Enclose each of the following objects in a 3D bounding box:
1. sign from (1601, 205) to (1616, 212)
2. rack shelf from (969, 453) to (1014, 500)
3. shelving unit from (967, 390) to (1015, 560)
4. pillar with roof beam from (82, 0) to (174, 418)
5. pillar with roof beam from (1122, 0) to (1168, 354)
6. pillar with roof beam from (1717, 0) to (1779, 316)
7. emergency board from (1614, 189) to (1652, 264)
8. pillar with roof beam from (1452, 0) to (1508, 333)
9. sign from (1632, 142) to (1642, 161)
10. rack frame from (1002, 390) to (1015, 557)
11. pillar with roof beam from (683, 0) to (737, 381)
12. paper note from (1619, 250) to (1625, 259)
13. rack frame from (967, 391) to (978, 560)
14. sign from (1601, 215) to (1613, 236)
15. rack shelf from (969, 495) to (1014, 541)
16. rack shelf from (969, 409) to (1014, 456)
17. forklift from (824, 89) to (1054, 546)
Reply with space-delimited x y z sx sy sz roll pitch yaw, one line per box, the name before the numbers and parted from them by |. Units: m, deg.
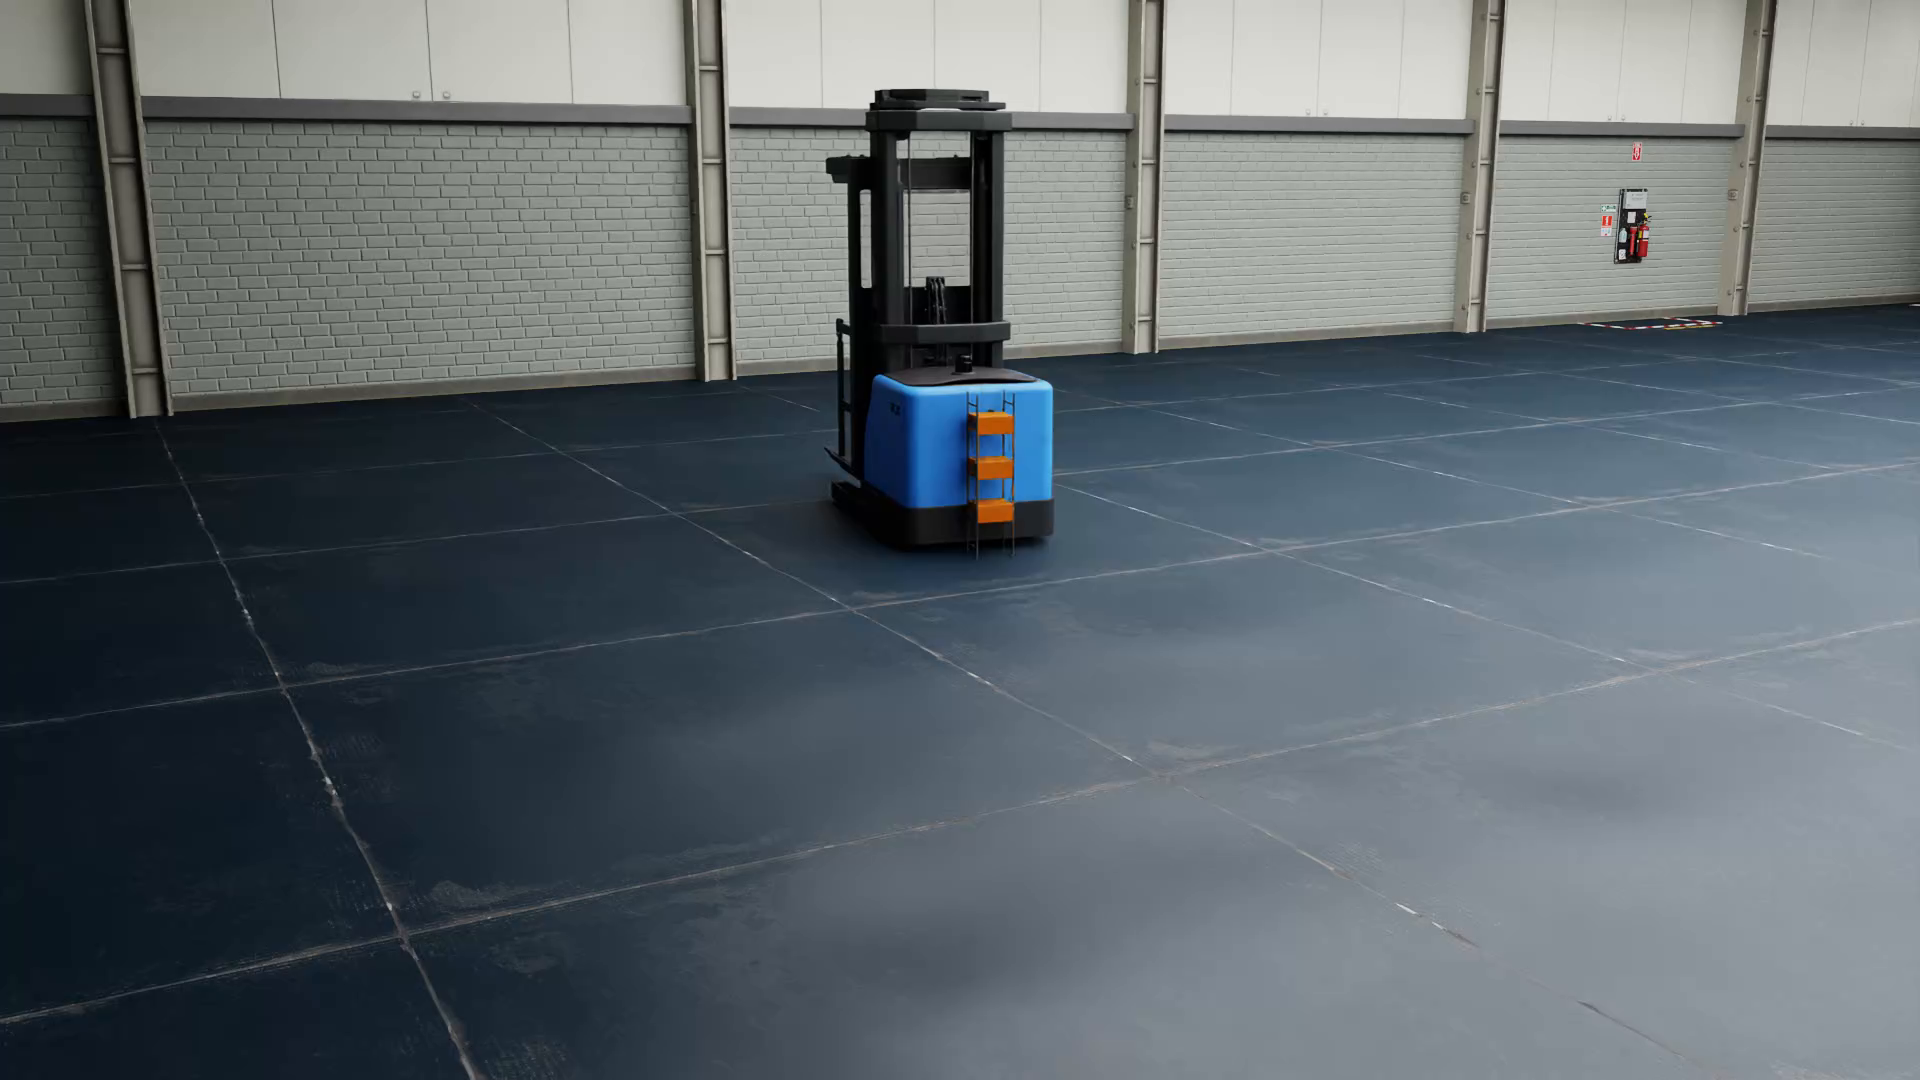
sign | 10.230 -5.228 26.220 0.331 0.109 0.001 -7 14 -28
rack shelf | 0.194 -0.405 10.565 0.240 0.259 0.215 -4 13 -18
shelving unit | 0.194 -0.415 10.563 0.252 1.050 0.215 -4 13 -18
pillar with roof beam | -6.059 -4.817 12.016 0.400 9.000 9.100 -7 14 -28
pillar with roof beam | 4.474 -6.079 17.625 0.400 9.000 9.100 -7 14 -28
pillar with roof beam | 15.007 -7.341 23.235 0.400 9.000 9.100 -7 14 -28
emergency board | 10.757 -4.992 26.457 0.643 1.169 0.194 -7 14 -28
pillar with roof beam | 9.740 -6.710 20.430 0.400 9.000 9.100 -7 14 -28
sign | 10.702 -6.141 26.284 0.199 0.298 0.001 -7 14 -28
rack frame | 0.309 -0.424 10.601 0.008 1.050 0.200 -4 13 -18
pillar with roof beam | -0.793 -5.448 14.821 0.400 9.000 9.100 -7 14 -28
paper note | 10.568 -4.557 26.530 0.142 0.148 0.016 -7 14 -28
rack frame | 0.078 -0.407 10.525 0.008 1.050 0.200 -4 13 -18
sign | 10.222 -4.971 26.283 0.234 0.329 0.001 -7 14 -28
rack shelf | 0.194 -0.134 10.626 0.240 0.259 0.215 -4 13 -18
rack shelf | 0.194 -0.682 10.503 0.240 0.259 0.215 -4 13 -18
forklift | -0.314 -1.674 11.873 1.130 2.935 3.031 -4 13 -17
